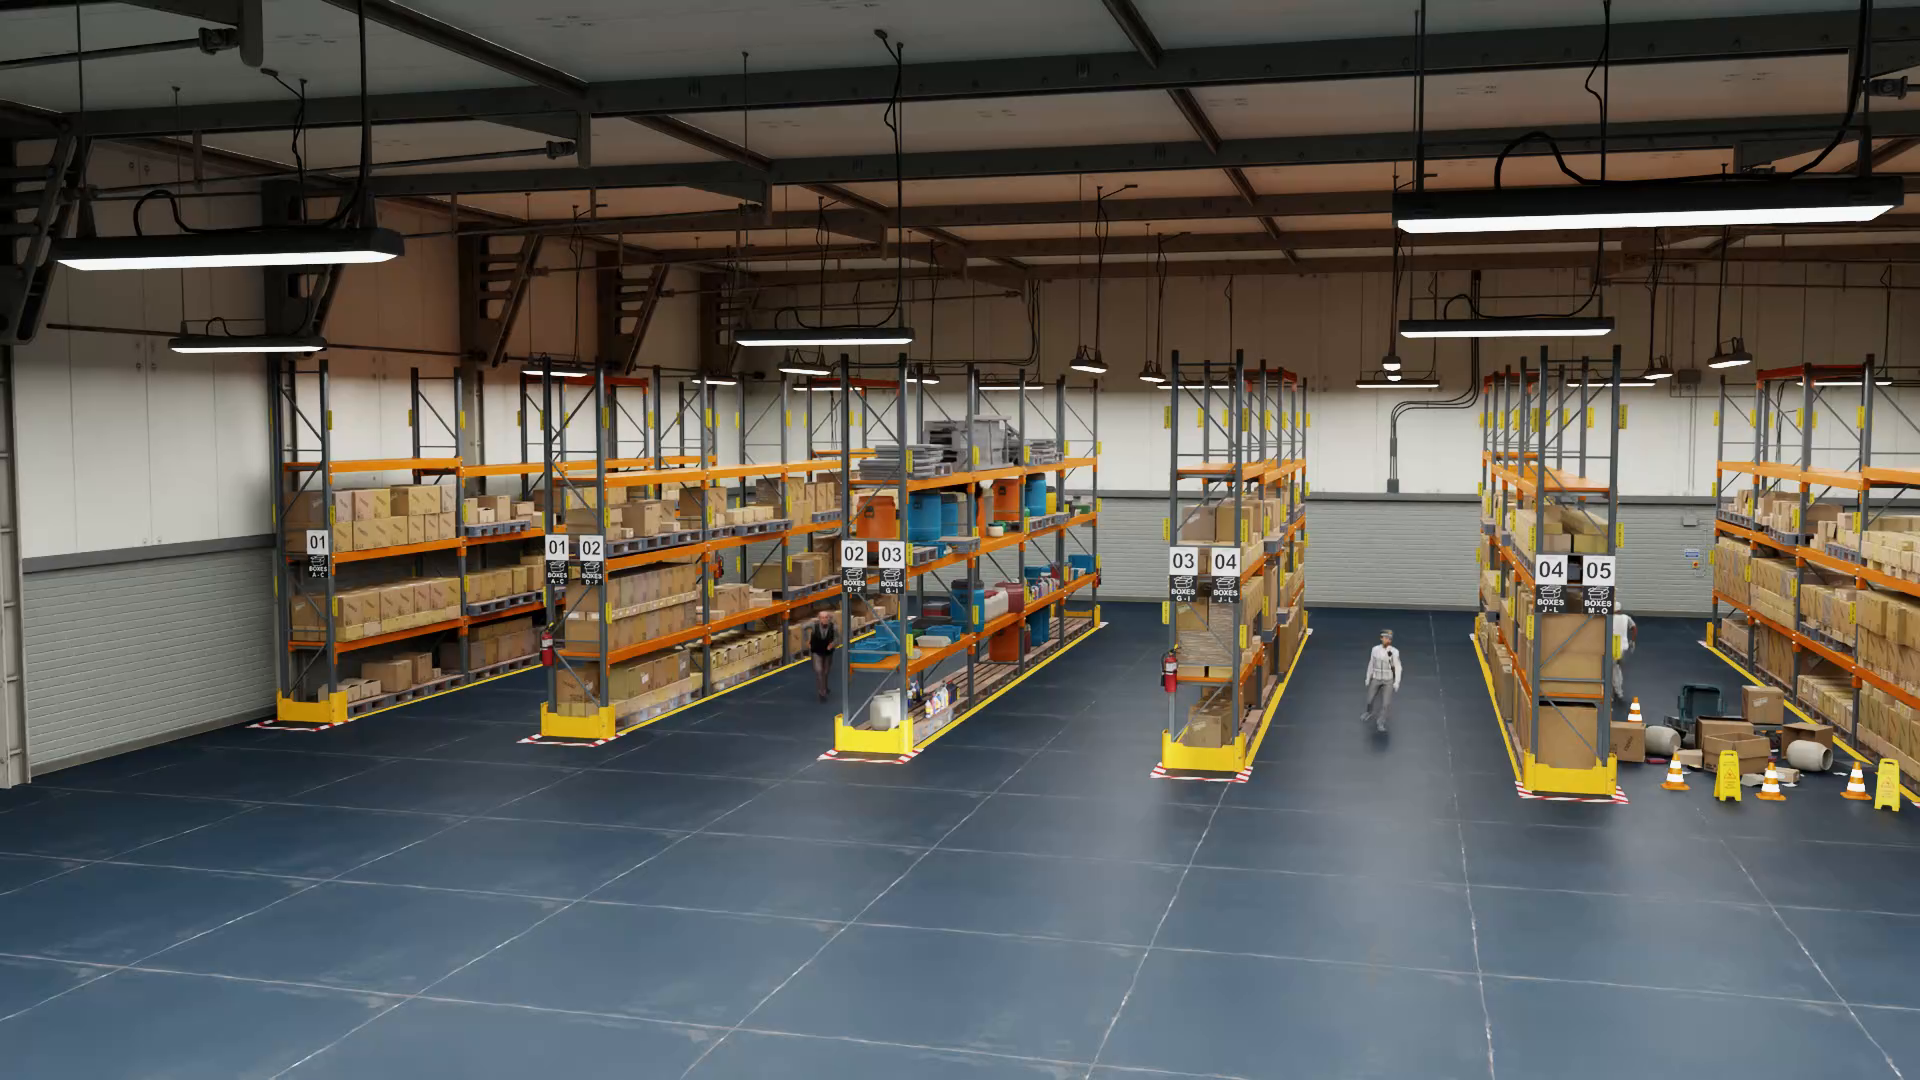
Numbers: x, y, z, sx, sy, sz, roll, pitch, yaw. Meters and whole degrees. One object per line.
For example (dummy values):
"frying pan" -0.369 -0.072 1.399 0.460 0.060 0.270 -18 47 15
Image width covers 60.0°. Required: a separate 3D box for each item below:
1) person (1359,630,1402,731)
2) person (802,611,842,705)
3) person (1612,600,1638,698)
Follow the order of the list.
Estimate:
"person" 6.792 2.246 26.862 0.709 1.648 0.532 2 5 25
"person" -2.464 2.068 29.739 0.704 1.689 0.980 0 4 -5
"person" 11.801 1.983 29.923 0.629 1.788 0.827 0 4 2
